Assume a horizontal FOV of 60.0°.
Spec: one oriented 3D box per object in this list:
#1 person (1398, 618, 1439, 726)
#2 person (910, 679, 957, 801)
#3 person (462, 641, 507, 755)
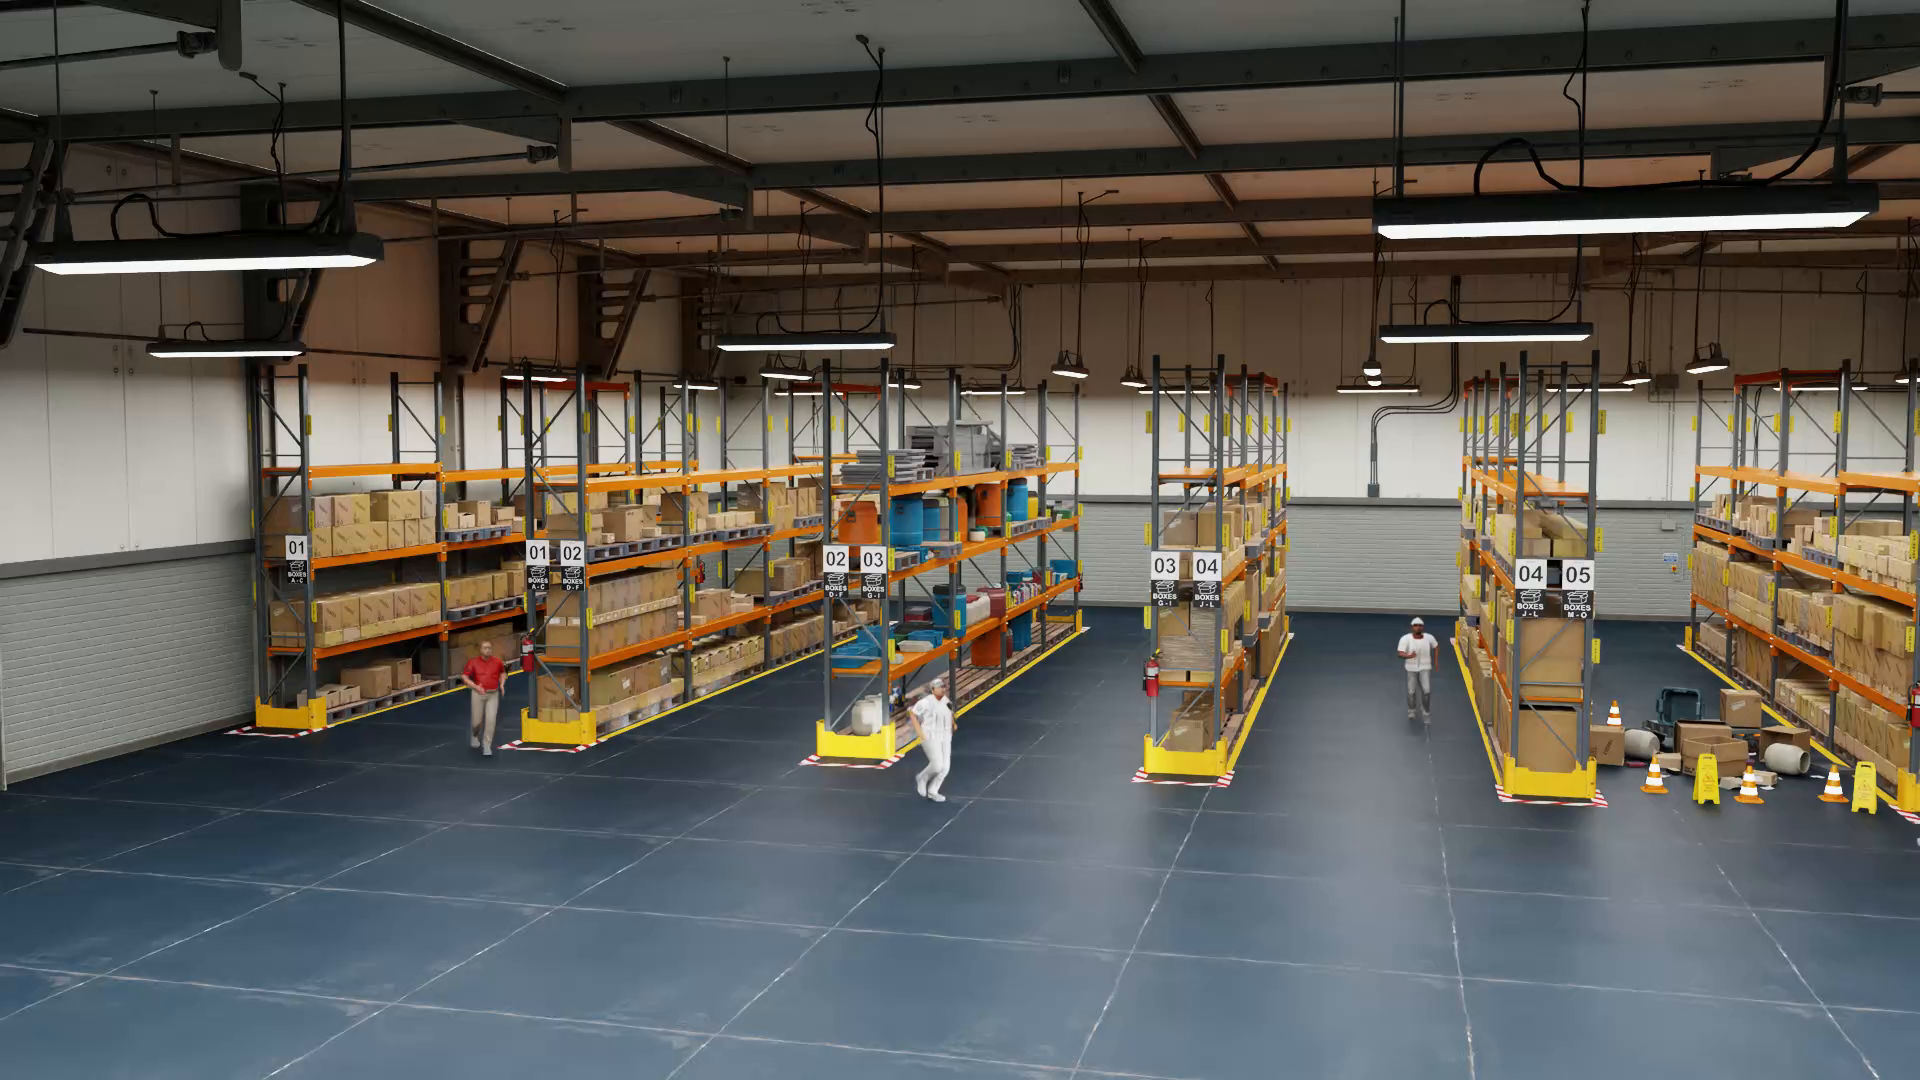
[{"bbox_3d":[7.683,2.207,27.876,0.684,1.816,0.731,1,4,12],"label":"person"},{"bbox_3d":[-0.290,2.660,22.121,0.651,1.638,0.511,-3,5,-38],"label":"person"},{"bbox_3d":[-7.259,2.393,25.430,0.692,1.707,0.800,-2,4,-27],"label":"person"}]
